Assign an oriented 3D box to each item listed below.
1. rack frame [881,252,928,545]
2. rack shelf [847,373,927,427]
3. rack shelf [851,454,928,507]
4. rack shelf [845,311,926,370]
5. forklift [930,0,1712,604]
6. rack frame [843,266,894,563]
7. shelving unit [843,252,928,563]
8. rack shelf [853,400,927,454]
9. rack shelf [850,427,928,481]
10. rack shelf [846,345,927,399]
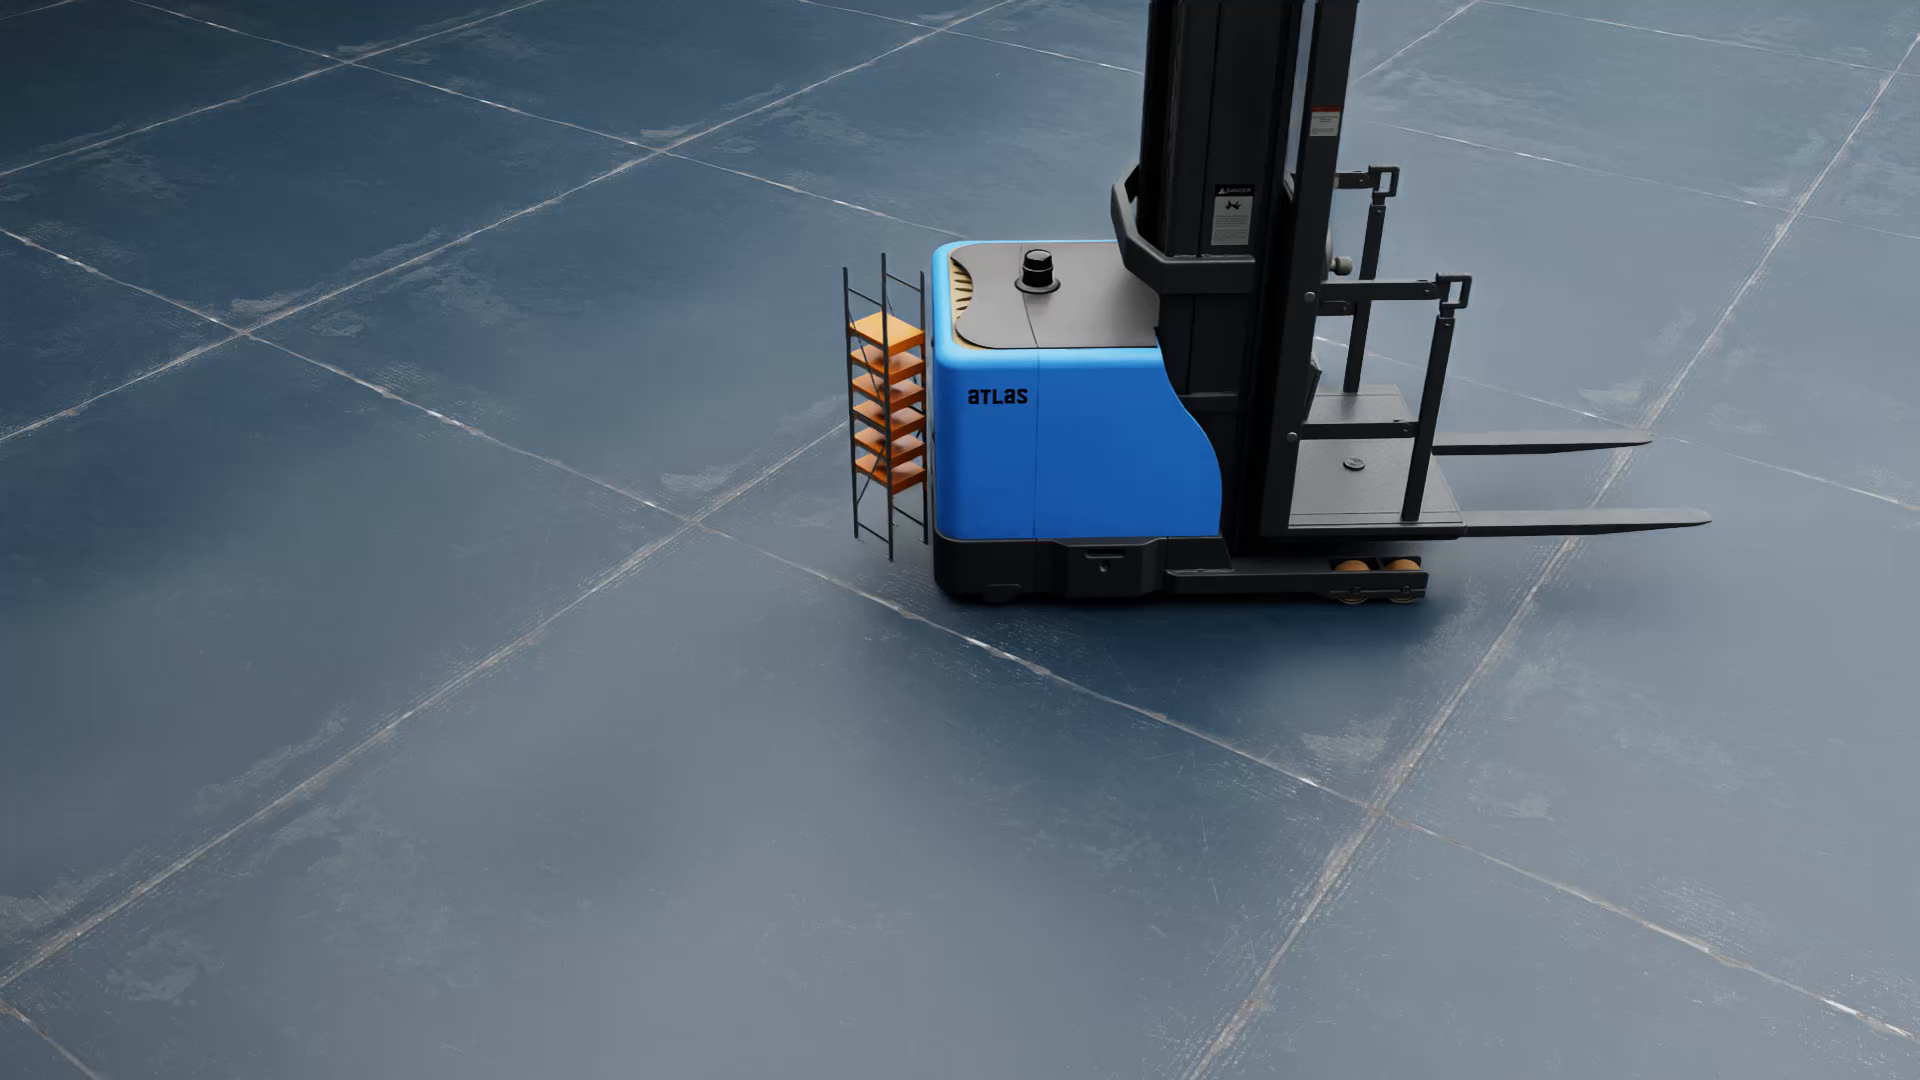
[{"bbox_3d":[-0.211,-0.526,6.456,0.006,1.200,0.240,-27,42,-34],"label":"rack frame"},{"bbox_3d":[-0.279,-0.554,6.363,0.180,0.103,0.258,-27,42,-34],"label":"rack shelf"},{"bbox_3d":[-0.279,-0.255,6.564,0.180,0.103,0.258,-27,42,-34],"label":"rack shelf"},{"bbox_3d":[-0.279,-0.752,6.228,0.180,0.103,0.258,-27,42,-34],"label":"rack shelf"},{"bbox_3d":[1.403,-1.266,6.006,3.031,2.935,1.130,-1,34,-1],"label":"forklift"},{"bbox_3d":[-0.347,-0.457,6.354,0.006,1.200,0.240,-27,42,-34],"label":"rack frame"},{"bbox_3d":[-0.279,-0.491,6.405,0.189,1.200,0.258,-27,42,-34],"label":"shelving unit"},{"bbox_3d":[-0.279,-0.454,6.430,0.180,0.103,0.258,-27,42,-34],"label":"rack shelf"},{"bbox_3d":[-0.279,-0.355,6.497,0.180,0.103,0.258,-27,42,-34],"label":"rack shelf"},{"bbox_3d":[-0.279,-0.653,6.296,0.180,0.103,0.258,-27,42,-34],"label":"rack shelf"}]
